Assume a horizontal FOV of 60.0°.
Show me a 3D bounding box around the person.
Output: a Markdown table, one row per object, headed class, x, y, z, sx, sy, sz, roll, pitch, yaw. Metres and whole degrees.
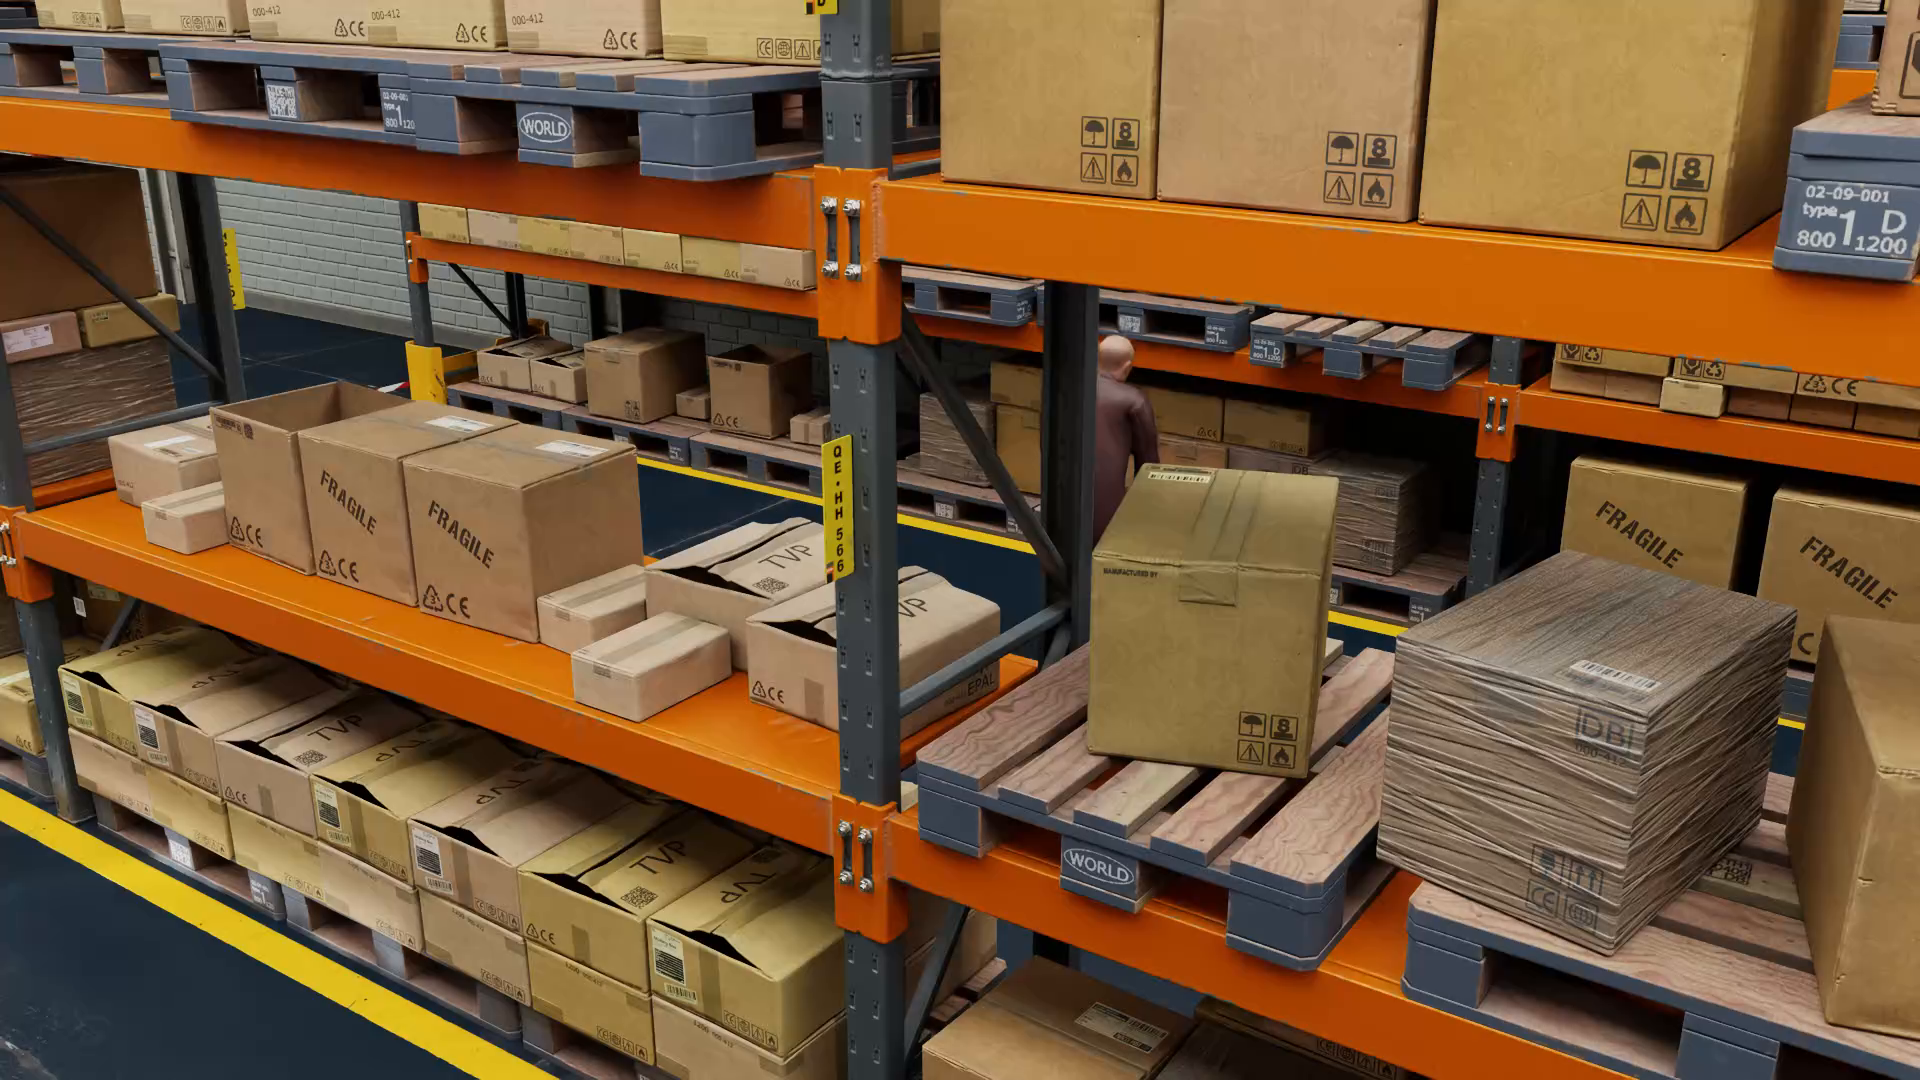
| class | x | y | z | sx | sy | sz | roll | pitch | yaw |
| --- | --- | --- | --- | --- | --- | --- | --- | --- | --- |
| person | 0.620 | -0.144 | 7.793 | 0.623 | 1.588 | 0.588 | 13 | 23 | 33 |
